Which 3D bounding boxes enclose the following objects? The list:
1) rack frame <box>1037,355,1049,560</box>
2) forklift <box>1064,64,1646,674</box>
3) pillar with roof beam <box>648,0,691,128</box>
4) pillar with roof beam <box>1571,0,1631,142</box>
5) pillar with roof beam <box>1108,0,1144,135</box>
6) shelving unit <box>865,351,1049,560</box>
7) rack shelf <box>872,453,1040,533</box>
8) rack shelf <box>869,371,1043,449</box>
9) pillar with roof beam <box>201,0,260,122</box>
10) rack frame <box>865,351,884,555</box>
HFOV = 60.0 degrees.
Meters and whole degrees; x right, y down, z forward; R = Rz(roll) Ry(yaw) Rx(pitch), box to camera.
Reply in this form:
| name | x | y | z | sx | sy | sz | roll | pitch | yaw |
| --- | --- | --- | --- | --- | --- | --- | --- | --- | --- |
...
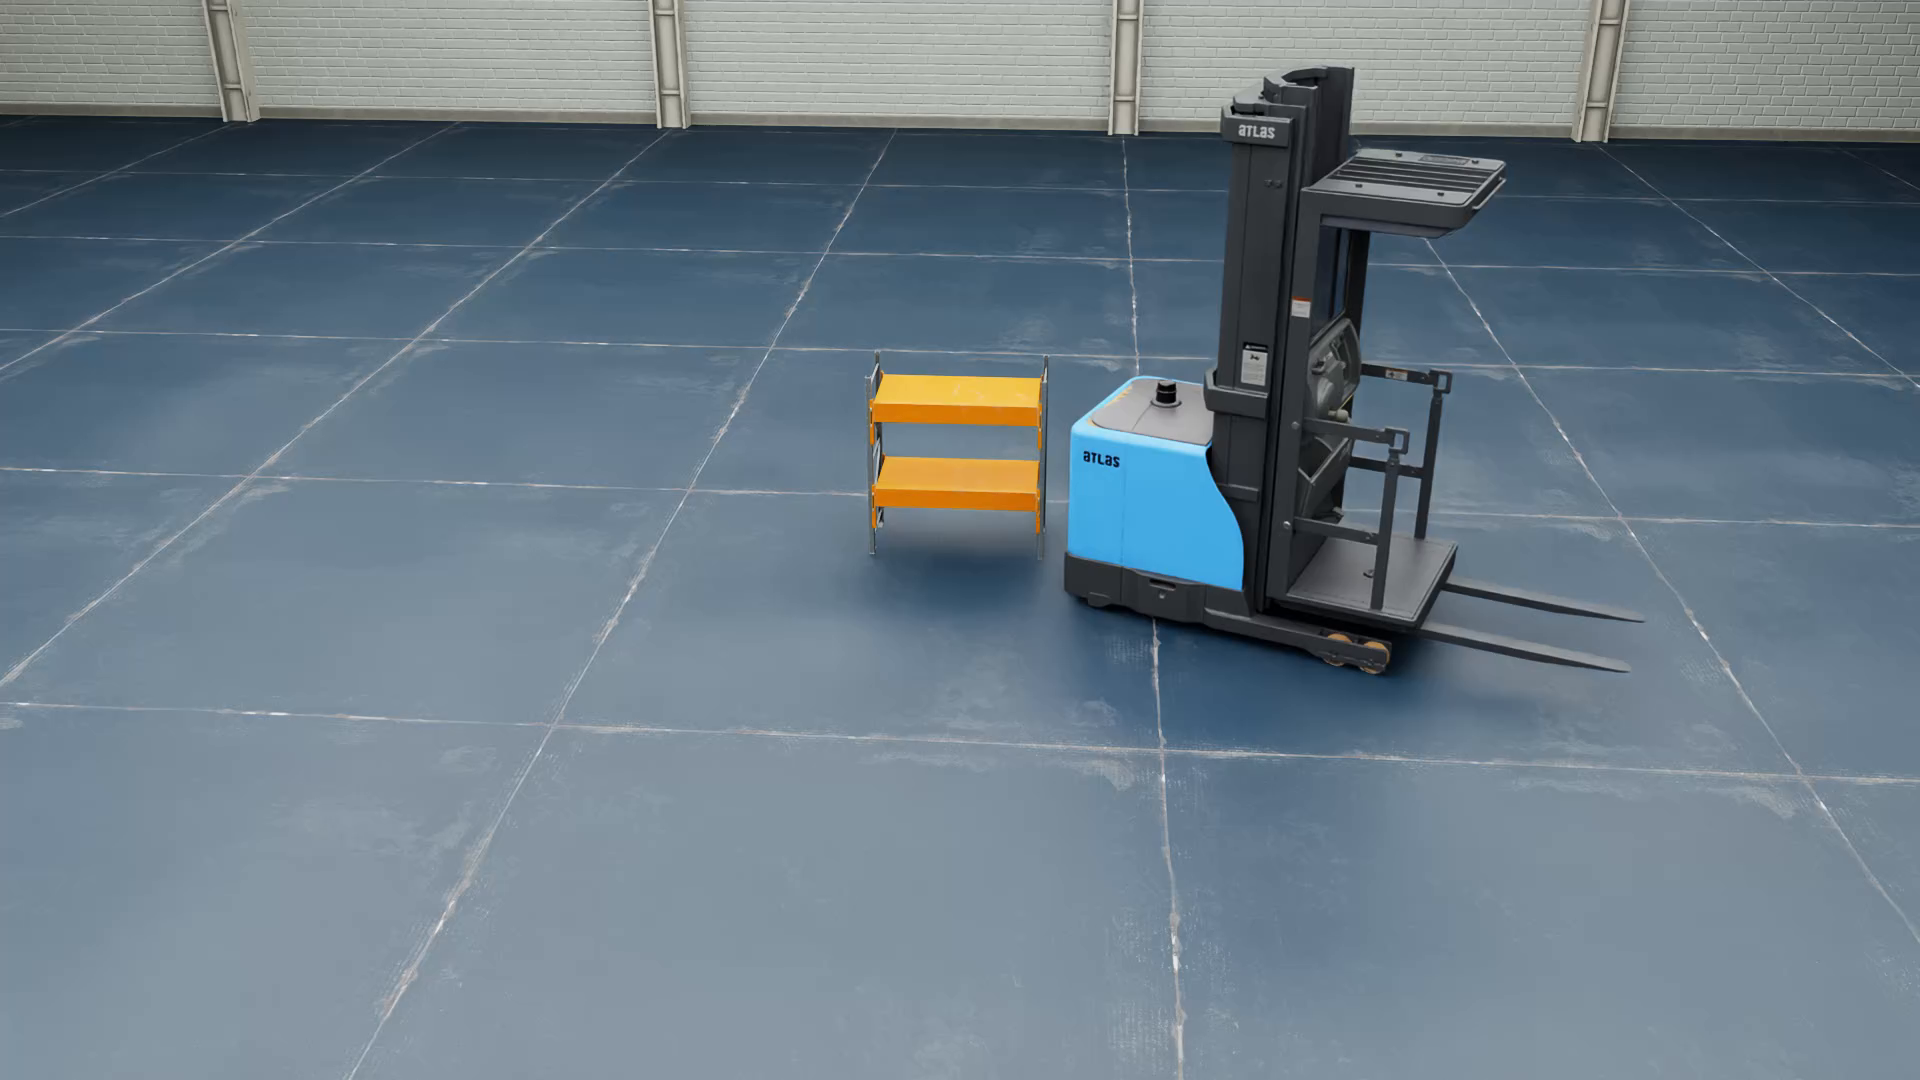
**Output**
| name | x | y | z | sx | sy | sz | roll | pitch | yaw |
| --- | --- | --- | --- | --- | --- | --- | --- | --- | --- |
| rack frame | 0.500 | -0.495 | 9.980 | 0.032 | 1.125 | 0.500 | 2 | 25 | 4 |
| forklift | 2.143 | -0.883 | 8.662 | 3.031 | 2.935 | 1.130 | 12 | 27 | 24 |
| pillar with roof beam | -4.164 | -7.853 | 16.551 | 0.400 | 9.000 | 9.100 | 2 | 25 | 4 |
| pillar with roof beam | 7.801 | -7.469 | 15.717 | 0.400 | 9.000 | 9.100 | 2 | 25 | 4 |
| pillar with roof beam | 1.819 | -7.661 | 16.134 | 0.400 | 9.000 | 9.100 | 2 | 25 | 4 |
| shelving unit | -0.007 | -0.511 | 10.015 | 1.048 | 1.125 | 0.538 | 2 | 25 | 4 |
| rack shelf | -0.007 | -0.289 | 10.118 | 1.000 | 0.278 | 0.538 | 2 | 25 | 4 |
| rack shelf | -0.007 | -0.777 | 9.893 | 1.000 | 0.278 | 0.538 | 2 | 25 | 4 |
| pillar with roof beam | -10.146 | -8.045 | 16.969 | 0.400 | 9.000 | 9.100 | 2 | 25 | 4 |
| rack frame | -0.514 | -0.527 | 10.051 | 0.032 | 1.125 | 0.500 | 2 | 25 | 4 |
